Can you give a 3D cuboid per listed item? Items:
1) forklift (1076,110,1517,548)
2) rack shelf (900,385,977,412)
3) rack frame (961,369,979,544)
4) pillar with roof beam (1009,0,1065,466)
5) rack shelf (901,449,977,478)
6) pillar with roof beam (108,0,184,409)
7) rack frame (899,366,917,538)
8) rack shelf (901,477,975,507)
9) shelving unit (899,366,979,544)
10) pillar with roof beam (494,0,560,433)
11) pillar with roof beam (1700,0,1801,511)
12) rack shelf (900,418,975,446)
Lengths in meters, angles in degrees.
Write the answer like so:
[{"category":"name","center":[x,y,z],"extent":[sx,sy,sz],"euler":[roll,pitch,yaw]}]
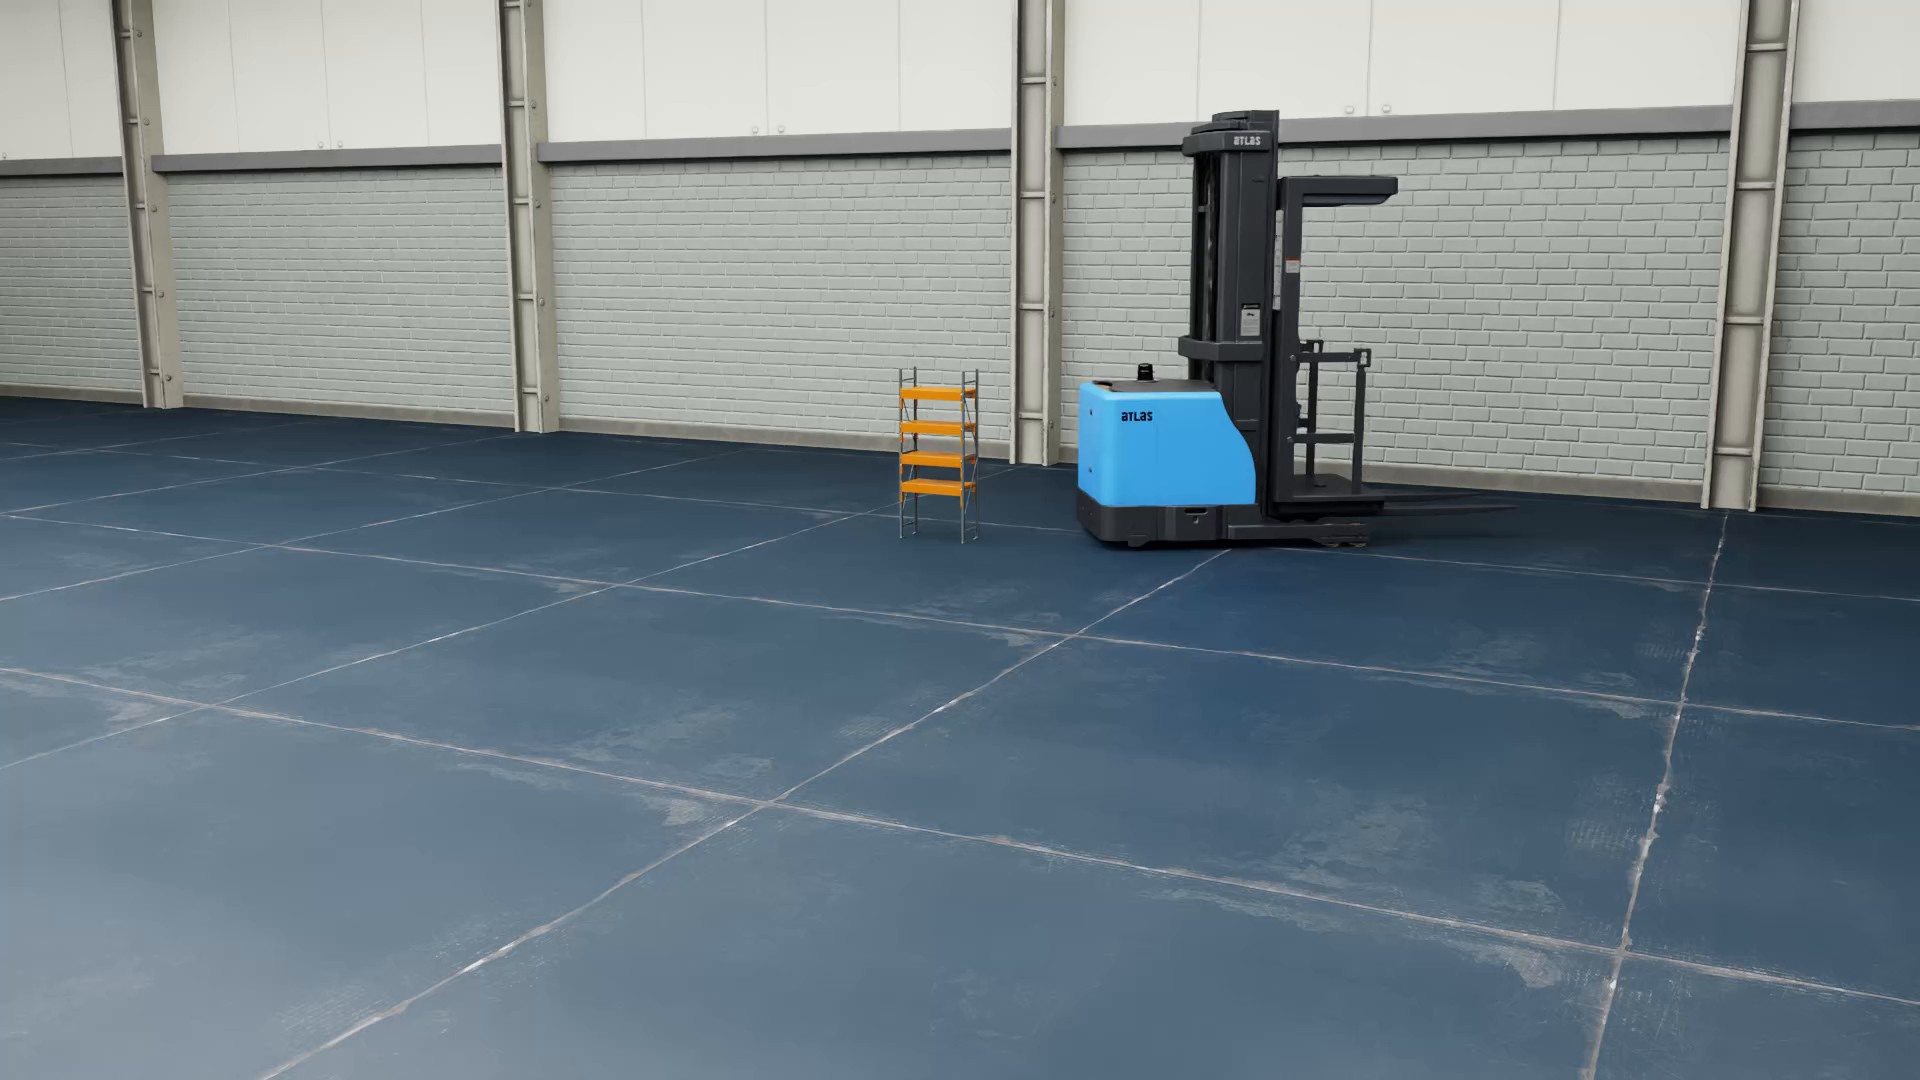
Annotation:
[{"category":"forklift","center":[2.403,-1.483,11.694],"extent":[3.031,2.935,1.130],"euler":[-1,10,-7]},{"category":"rack shelf","center":[-0.148,-0.990,11.625],"extent":[0.480,0.148,0.258],"euler":[5,11,26]},{"category":"rack frame","center":[0.070,-0.584,11.589],"extent":[0.015,1.200,0.240],"euler":[5,11,26]},{"category":"pillar with roof beam","center":[-1.194,-4.475,11.188],"extent":[0.400,9.000,9.100],"euler":[5,11,26]},{"category":"rack shelf","center":[-0.148,-0.537,11.707],"extent":[0.480,0.148,0.258],"euler":[5,11,26]},{"category":"pillar with roof beam","center":[-11.955,-5.421,16.413],"extent":[0.400,9.000,9.100],"euler":[5,11,26]},{"category":"rack frame","center":[-0.367,-0.623,11.802],"extent":[0.015,1.200,0.240],"euler":[5,11,26]},{"category":"rack shelf","center":[-0.148,-0.342,11.743],"extent":[0.480,0.148,0.258],"euler":[5,11,26]},{"category":"shelving unit","center":[-0.148,-0.603,11.695],"extent":[0.503,1.200,0.258],"euler":[5,11,26]},{"category":"pillar with roof beam","center":[-6.574,-4.948,13.801],"extent":[0.400,9.000,9.100],"euler":[5,11,26]},{"category":"pillar with roof beam","center":[4.187,-4.002,8.576],"extent":[0.400,9.000,9.100],"euler":[5,11,26]},{"category":"rack shelf","center":[-0.148,-0.757,11.668],"extent":[0.480,0.148,0.258],"euler":[5,11,26]}]
